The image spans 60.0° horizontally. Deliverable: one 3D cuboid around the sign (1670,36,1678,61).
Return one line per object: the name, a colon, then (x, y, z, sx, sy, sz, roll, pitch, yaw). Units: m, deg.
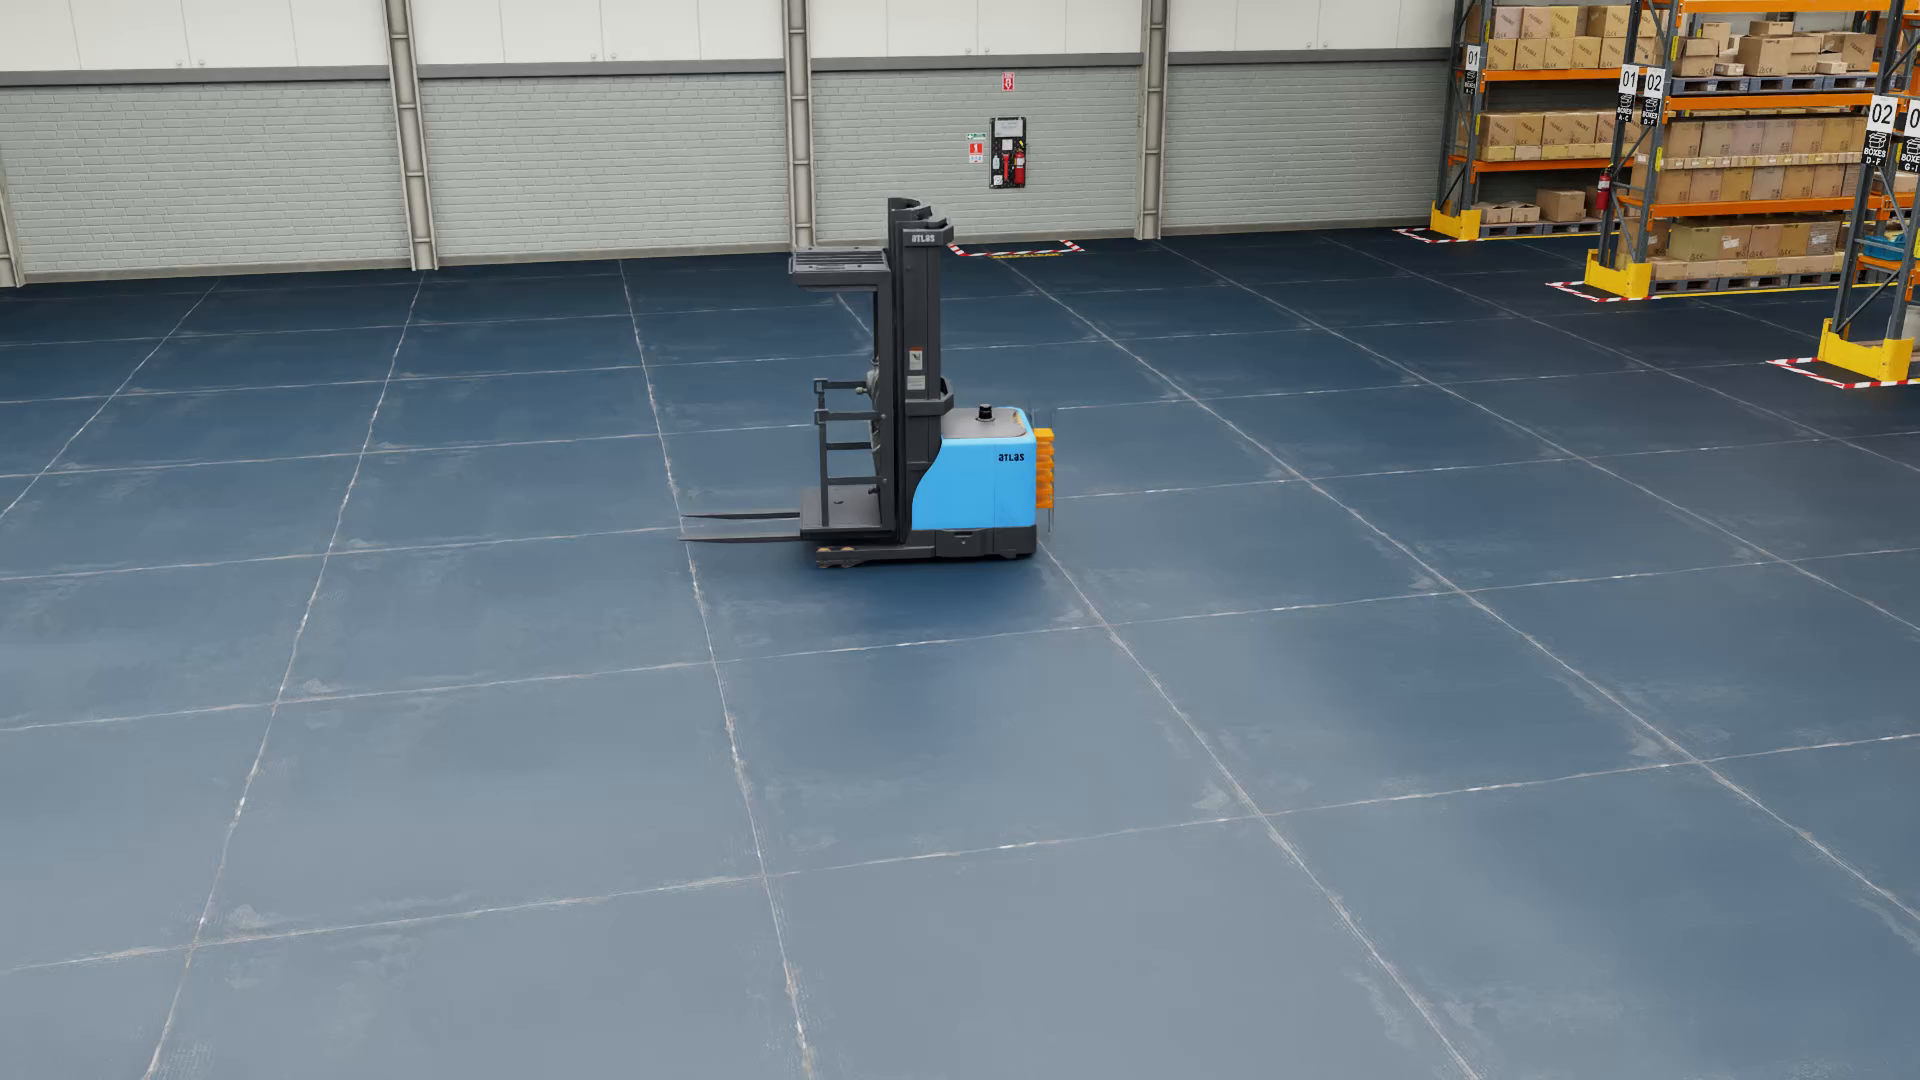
sign: (9.866, -6.790, 22.966, 0.005, 0.325, 0.100, -5, 21, -12)

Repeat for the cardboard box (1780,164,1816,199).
cardboard box: (12.205, -5.365, 24.675, 0.500, 0.500, 0.700, -4, 21, -12)

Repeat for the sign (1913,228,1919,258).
sign: (11.002, -3.408, 19.076, 0.005, 0.325, 0.100, -5, 21, -12)

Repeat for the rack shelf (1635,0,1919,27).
rack shelf: (11.690, -7.570, 23.747, 4.000, 0.370, 1.077, -5, 21, -12)

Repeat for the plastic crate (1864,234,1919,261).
plastic crate: (11.298, -3.532, 20.034, 0.616, 0.251, 0.499, -5, 21, -12)

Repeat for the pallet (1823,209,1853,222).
pallet: (15.625, -6.041, 30.721, 1.213, 0.211, 1.003, -5, 21, -12)

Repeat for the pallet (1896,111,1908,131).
pallet: (11.707, -4.815, 19.233, 1.213, 0.211, 1.003, -5, 21, -12)

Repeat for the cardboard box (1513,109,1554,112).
cardboard box: (10.004, -7.257, 29.085, 0.500, 0.500, 0.500, -5, 21, -14)

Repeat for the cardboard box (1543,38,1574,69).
cardboard box: (10.018, -8.259, 28.186, 0.500, 0.500, 0.500, -4, 20, -10)

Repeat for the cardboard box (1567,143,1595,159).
cardboard box: (10.640, -6.773, 28.855, 0.500, 0.250, 0.500, -4, 21, -12)

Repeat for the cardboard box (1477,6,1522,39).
cardboard box: (9.031, -8.662, 27.833, 0.500, 0.500, 0.500, -6, 21, -16)

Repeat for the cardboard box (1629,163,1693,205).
cardboard box: (10.201, -5.200, 24.226, 0.500, 0.500, 0.700, -5, 21, -12)

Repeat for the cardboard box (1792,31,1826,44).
cardboard box: (15.103, -8.806, 29.676, 0.637, 0.503, 0.797, -2, 20, -5)

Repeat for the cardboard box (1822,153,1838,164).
cardboard box: (12.670, -5.634, 24.467, 0.250, 0.149, 0.380, -5, 21, -13)

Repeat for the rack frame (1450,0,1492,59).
rack frame: (8.600, -9.595, 27.648, 0.127, 3.000, 1.000, -5, 21, -12)

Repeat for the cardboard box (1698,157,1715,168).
cardboard box: (10.674, -5.472, 24.025, 0.250, 0.149, 0.380, -5, 21, -12)

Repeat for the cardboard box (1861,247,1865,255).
cardboard box: (14.086, -4.292, 25.280, 0.500, 0.250, 0.500, -5, 21, -14)

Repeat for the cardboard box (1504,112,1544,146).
cardboard box: (9.617, -7.042, 28.499, 0.500, 0.500, 0.500, -5, 21, -12)

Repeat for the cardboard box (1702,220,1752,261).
cardboard box: (11.286, -4.431, 24.568, 0.500, 0.500, 0.500, -5, 21, -12)

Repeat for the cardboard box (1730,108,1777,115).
cardboard box: (14.175, -7.482, 29.815, 0.500, 0.500, 0.700, -2, 20, -5)

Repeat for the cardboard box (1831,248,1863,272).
cardboard box: (13.235, -4.233, 25.119, 0.500, 0.250, 0.500, -5, 21, -12)

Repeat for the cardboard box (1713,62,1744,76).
cardboard box: (10.929, -6.708, 23.678, 0.250, 0.149, 0.380, -5, 21, -12)

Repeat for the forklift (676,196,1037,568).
forklift: (-0.897, -1.332, 13.912, 3.031, 2.935, 1.130, -2, 20, -5)

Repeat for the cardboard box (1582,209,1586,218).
cardboard box: (10.932, -5.843, 29.632, 0.250, 0.149, 0.380, -6, 21, -17)

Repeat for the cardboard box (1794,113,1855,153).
cardboard box: (12.714, -6.016, 24.566, 0.500, 0.500, 0.700, -5, 21, -13)

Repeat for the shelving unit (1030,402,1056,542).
shelving unit: (0.705, -0.583, 14.384, 0.189, 1.200, 0.258, -2, 20, -5)

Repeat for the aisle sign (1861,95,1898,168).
aisle sign: (10.741, -4.777, 19.436, 0.004, 0.787, 0.394, -5, 21, -12)

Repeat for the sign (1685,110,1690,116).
sign: (12.625, -7.320, 28.901, 0.005, 0.325, 0.100, -5, 21, -12)

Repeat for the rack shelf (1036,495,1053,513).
rack shelf: (0.705, -0.316, 14.482, 0.180, 0.103, 0.258, -2, 20, -5)

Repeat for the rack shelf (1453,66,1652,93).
rack shelf: (10.546, -8.007, 28.720, 4.000, 0.370, 1.077, -5, 21, -12)

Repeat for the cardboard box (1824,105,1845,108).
cardboard box: (15.747, -7.902, 30.019, 0.250, 0.149, 0.380, -8, 22, -22)

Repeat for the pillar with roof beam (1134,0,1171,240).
pillar with roof beam: (4.234, -8.024, 23.359, 0.400, 9.000, 9.100, -5, 21, -12)

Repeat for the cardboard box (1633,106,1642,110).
cardboard box: (11.987, -7.419, 29.527, 0.500, 0.500, 0.500, -5, 21, -14)

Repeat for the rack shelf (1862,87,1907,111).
rack shelf: (15.583, -6.666, 25.058, 4.000, 0.370, 1.077, -5, 21, -12)

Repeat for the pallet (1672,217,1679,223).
pallet: (13.250, -5.848, 30.193, 1.213, 0.211, 1.003, -5, 21, -12)

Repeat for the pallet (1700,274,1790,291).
pallet: (11.663, -3.981, 25.098, 1.213, 0.211, 1.003, -5, 21, -12)

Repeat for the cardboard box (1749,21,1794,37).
cardboard box: (14.243, -8.862, 29.250, 0.500, 0.500, 0.500, -5, 21, -14)

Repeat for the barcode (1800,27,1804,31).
barcode: (15.193, -9.224, 30.008, 0.075, 0.075, 0.001, -5, 21, -12)

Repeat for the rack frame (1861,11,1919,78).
rack frame: (13.636, -8.254, 23.986, 0.127, 3.000, 1.000, -5, 21, -12)

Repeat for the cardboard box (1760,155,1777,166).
cardboard box: (11.671, -5.552, 24.245, 0.250, 0.149, 0.380, -4, 21, -12)

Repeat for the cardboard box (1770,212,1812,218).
cardboard box: (12.628, -4.721, 25.361, 0.500, 0.500, 0.500, -5, 21, -12)

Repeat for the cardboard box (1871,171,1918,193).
cardboard box: (14.105, -5.420, 25.190, 0.500, 0.250, 0.500, -3, 20, -9)

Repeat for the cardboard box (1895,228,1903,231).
cardboard box: (14.584, -4.594, 25.288, 0.500, 0.311, 0.500, -5, 21, -13)

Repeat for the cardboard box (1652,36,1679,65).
cardboard box: (12.056, -8.437, 28.672, 0.500, 0.500, 0.500, -4, 21, -11)

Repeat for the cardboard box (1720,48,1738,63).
cardboard box: (11.345, -6.973, 24.167, 0.500, 0.311, 0.500, -2, 20, -6)

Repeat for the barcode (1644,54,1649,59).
barcode: (9.926, -6.987, 24.044, 0.075, 0.075, 0.001, -5, 21, -12)

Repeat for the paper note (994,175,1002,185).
paper note: (0.641, -6.061, 28.002, 0.142, 0.148, 0.016, -5, 21, -12)

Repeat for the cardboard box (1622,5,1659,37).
cardboard box: (11.534, -8.852, 28.351, 0.500, 0.500, 0.500, -4, 20, -10)

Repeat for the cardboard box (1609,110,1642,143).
cardboard box: (11.619, -7.204, 28.940, 0.500, 0.500, 0.500, -5, 21, -13)

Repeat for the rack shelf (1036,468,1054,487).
rack shelf: (0.705, -0.541, 14.399, 0.180, 0.103, 0.258, -2, 20, -5)

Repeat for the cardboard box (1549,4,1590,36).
cardboard box: (10.464, -8.950, 28.619, 0.500, 0.500, 0.500, -5, 21, -13)

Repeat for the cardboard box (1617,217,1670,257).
cardboard box: (10.197, -4.521, 24.814, 0.500, 0.500, 0.500, -5, 21, -12)

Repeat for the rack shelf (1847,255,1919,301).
rack shelf: (12.826, -3.283, 20.183, 4.000, 0.370, 1.077, -5, 21, -12)

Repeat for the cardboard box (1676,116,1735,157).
cardboard box: (10.763, -5.857, 24.133, 0.500, 0.500, 0.700, -5, 21, -14)

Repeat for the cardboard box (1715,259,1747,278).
cardboard box: (11.289, -4.075, 24.686, 0.500, 0.250, 0.500, -5, 21, -12)

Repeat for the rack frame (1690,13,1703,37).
rack frame: (12.493, -9.912, 28.512, 0.127, 3.000, 1.000, -5, 21, -12)

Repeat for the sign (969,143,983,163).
sign: (0.268, -6.473, 27.795, 0.234, 0.329, 0.001, -5, 21, -12)
